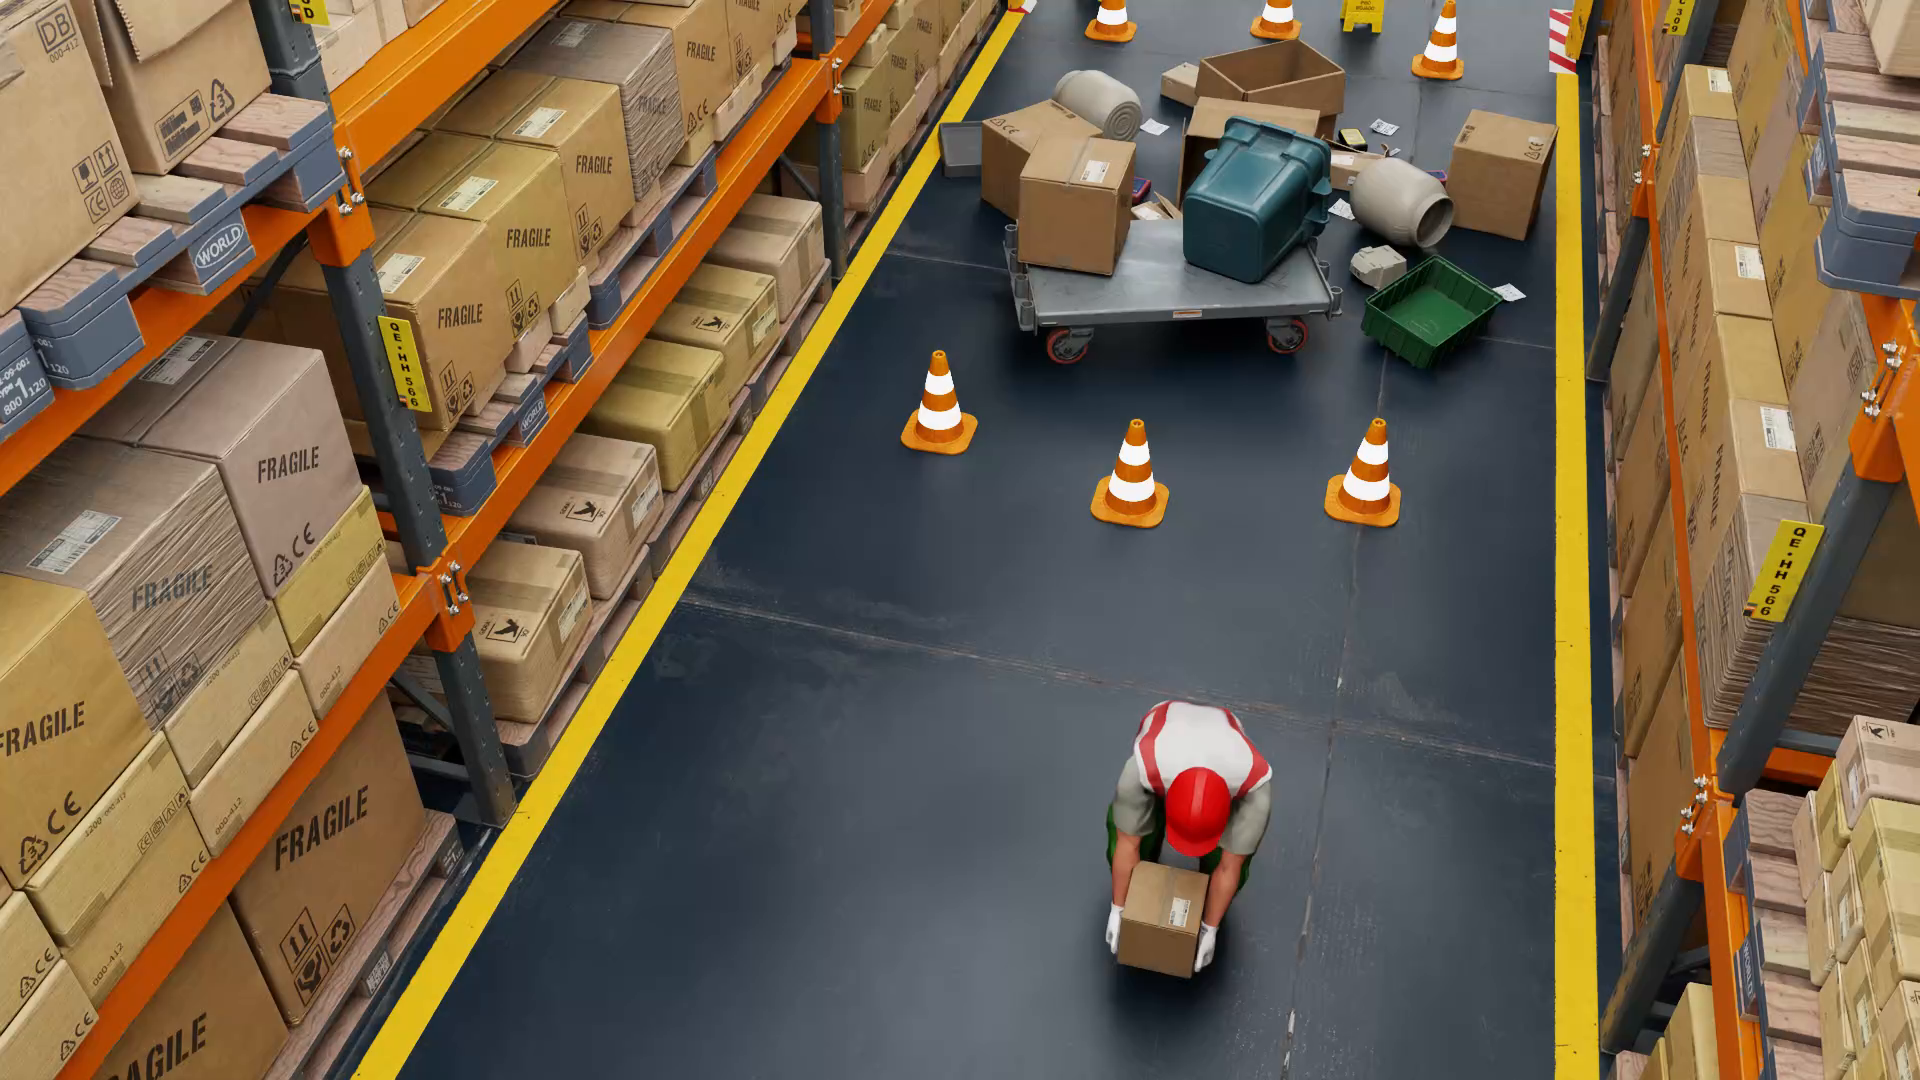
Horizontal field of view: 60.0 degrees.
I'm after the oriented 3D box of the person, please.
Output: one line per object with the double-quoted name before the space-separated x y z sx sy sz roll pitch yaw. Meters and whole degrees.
"person" 0.775 0.966 5.708 0.543 0.894 0.903 9 41 10
